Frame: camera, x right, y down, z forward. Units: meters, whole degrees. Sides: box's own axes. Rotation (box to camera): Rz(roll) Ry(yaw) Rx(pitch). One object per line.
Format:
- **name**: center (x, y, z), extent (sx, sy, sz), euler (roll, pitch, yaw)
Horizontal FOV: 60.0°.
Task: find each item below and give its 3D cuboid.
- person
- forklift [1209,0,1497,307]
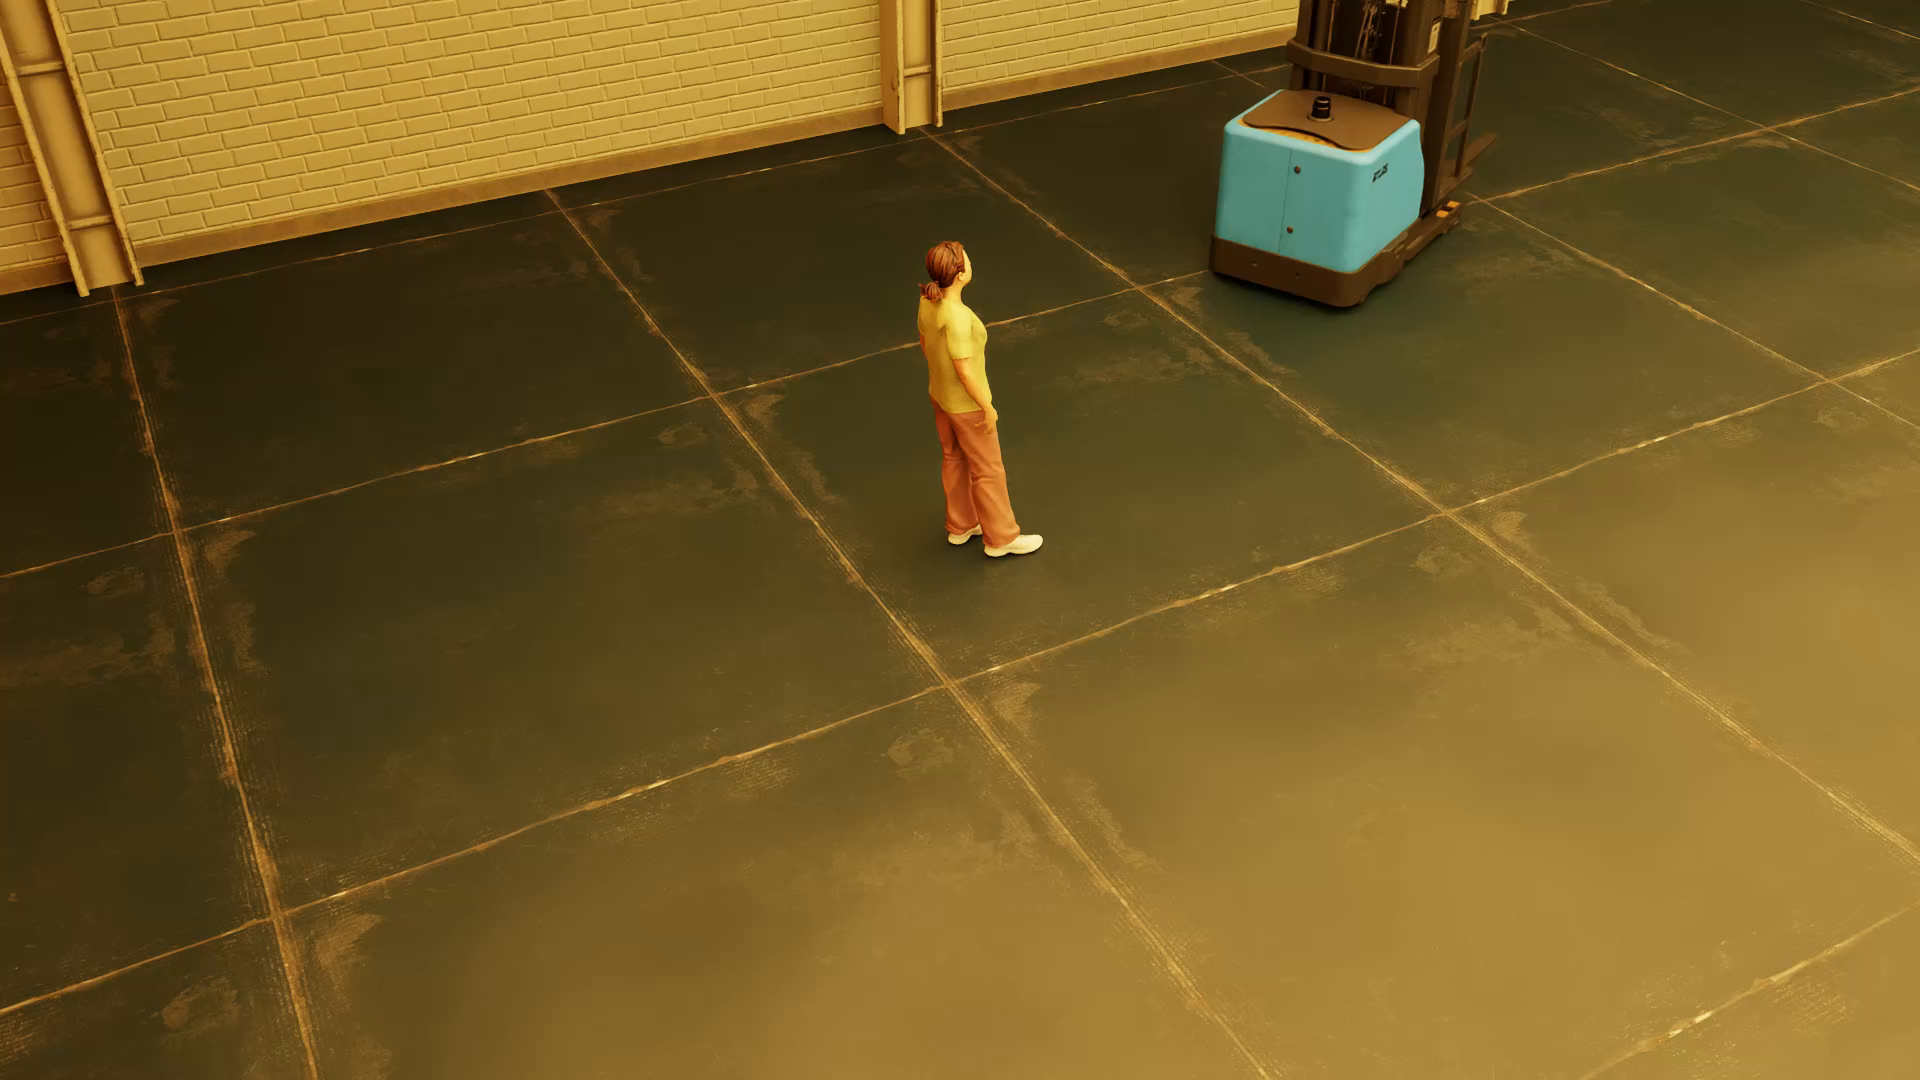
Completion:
- **person**: center (0.070, -0.704, 8.194), extent (0.549, 1.675, 0.553), euler (-17, 39, -23)
- **forklift**: center (2.929, -3.492, 11.063), extent (1.130, 2.935, 3.031), euler (22, 41, 28)
